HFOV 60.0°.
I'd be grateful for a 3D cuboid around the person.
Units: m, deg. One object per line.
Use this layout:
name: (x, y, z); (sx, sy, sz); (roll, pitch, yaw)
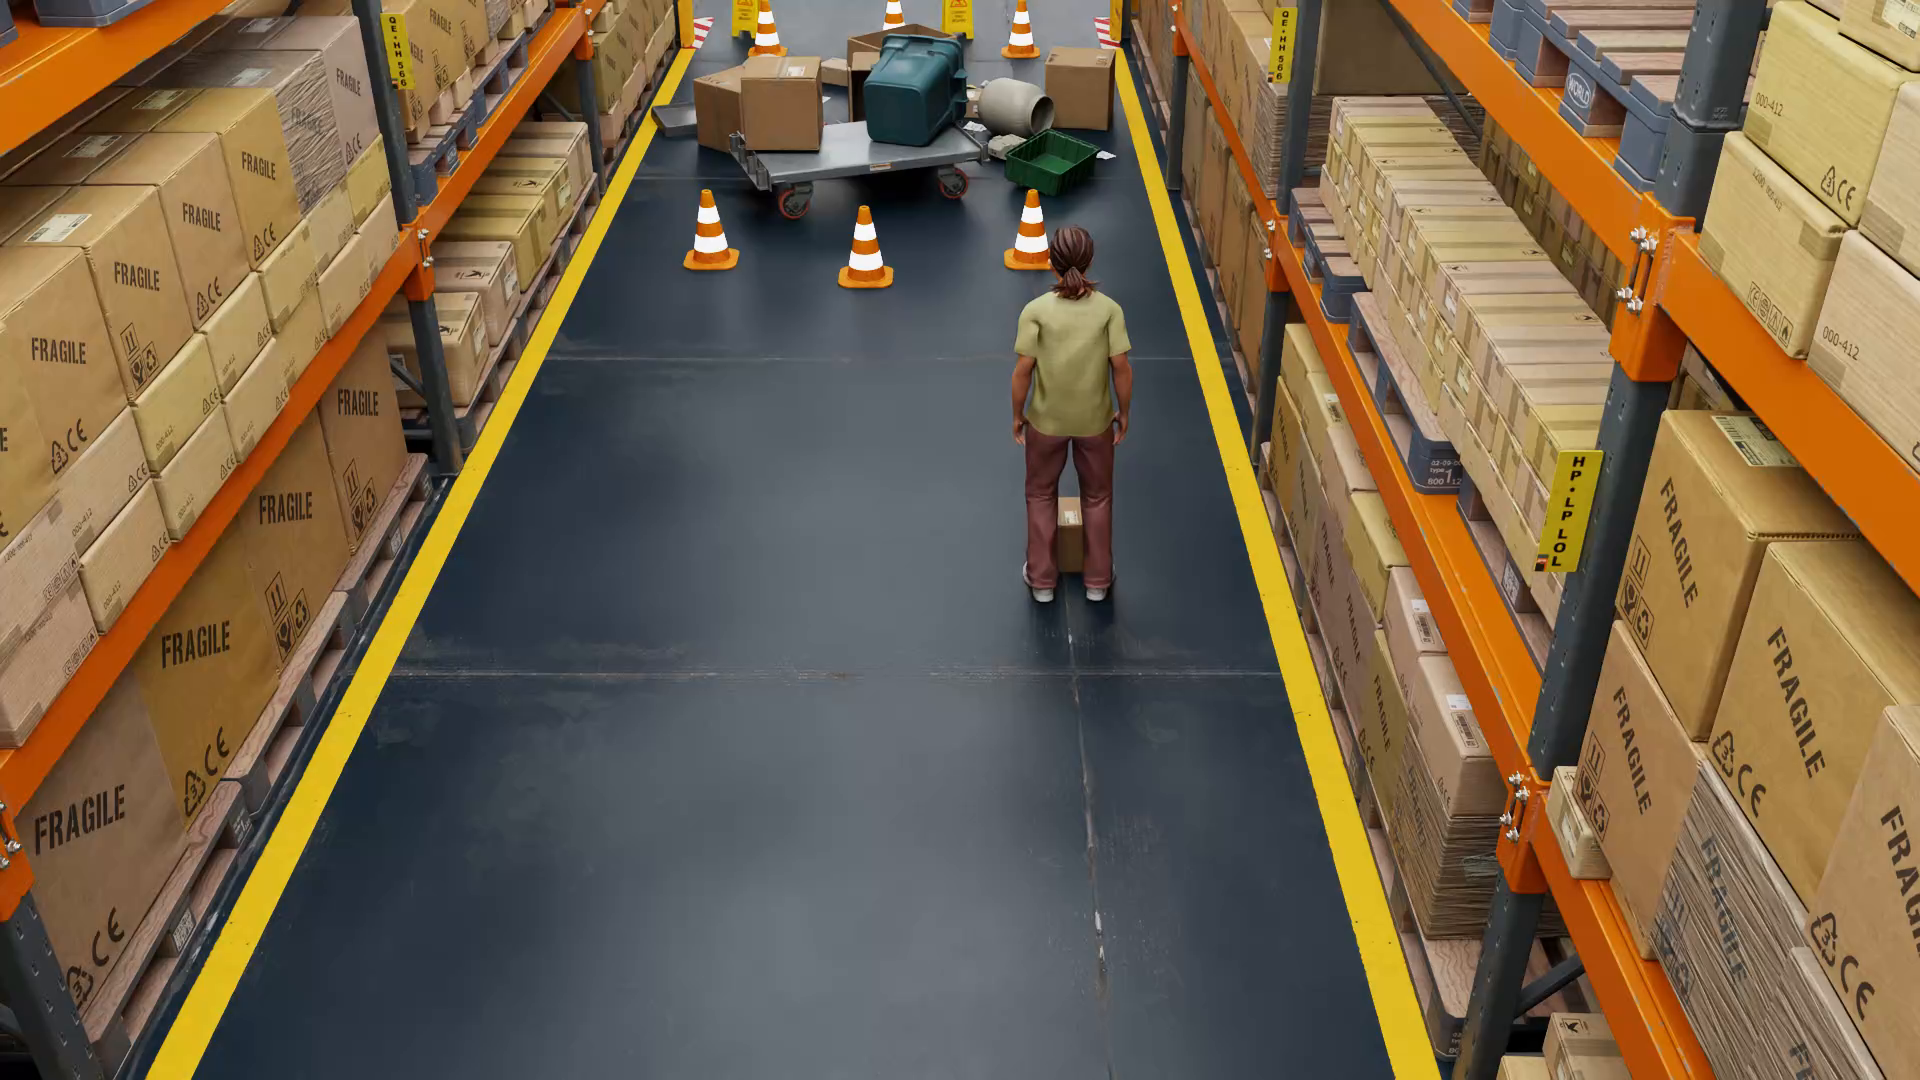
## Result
person: (0.456, -0.500, 6.951); (0.496, 1.668, 0.345); (0, 32, -1)
